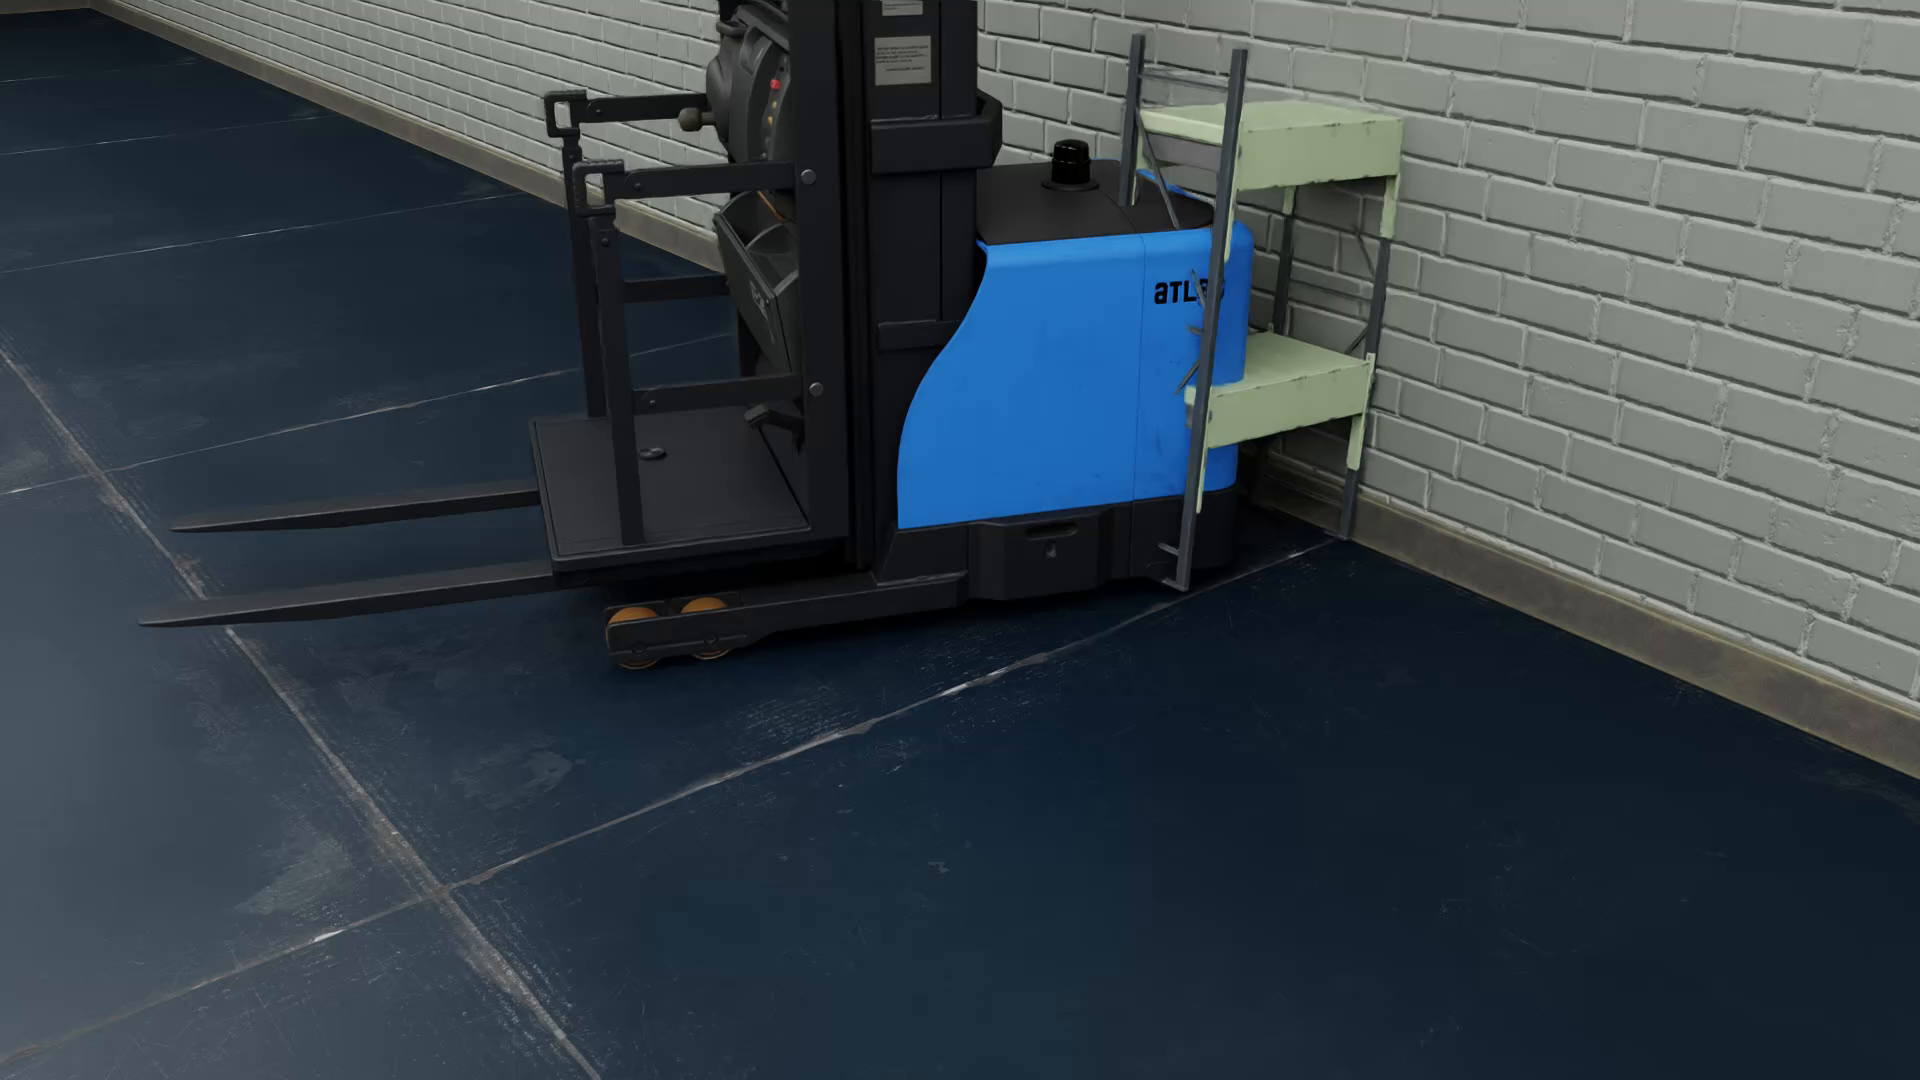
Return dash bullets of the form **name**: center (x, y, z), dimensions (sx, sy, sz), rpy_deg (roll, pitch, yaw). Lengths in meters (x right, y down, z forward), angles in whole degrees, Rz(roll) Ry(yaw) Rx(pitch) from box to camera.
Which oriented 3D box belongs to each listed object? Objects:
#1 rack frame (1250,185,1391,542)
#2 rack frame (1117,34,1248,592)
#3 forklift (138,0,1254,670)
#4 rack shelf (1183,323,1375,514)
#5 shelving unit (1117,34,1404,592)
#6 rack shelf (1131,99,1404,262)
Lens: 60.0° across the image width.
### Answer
- **rack frame**: center (1.128, -0.756, 5.077), dimensions (0.023, 1.500, 0.400), rpy_deg (-14, 28, -37)
- **rack frame**: center (0.561, -0.611, 4.638), dimensions (0.023, 1.500, 0.400), rpy_deg (-14, 28, -37)
- **forklift**: center (-0.748, -1.228, 4.413), dimensions (3.031, 2.935, 1.130), rpy_deg (-7, 26, -15)
- **rack shelf**: center (0.828, -0.381, 4.978), dimensions (0.720, 0.370, 0.431), rpy_deg (-14, 28, -37)
- **shelving unit**: center (0.845, -0.684, 4.857), dimensions (0.755, 1.500, 0.431), rpy_deg (-14, 28, -37)
- **rack shelf**: center (0.864, -1.046, 4.713), dimensions (0.720, 0.370, 0.431), rpy_deg (-14, 28, -37)
